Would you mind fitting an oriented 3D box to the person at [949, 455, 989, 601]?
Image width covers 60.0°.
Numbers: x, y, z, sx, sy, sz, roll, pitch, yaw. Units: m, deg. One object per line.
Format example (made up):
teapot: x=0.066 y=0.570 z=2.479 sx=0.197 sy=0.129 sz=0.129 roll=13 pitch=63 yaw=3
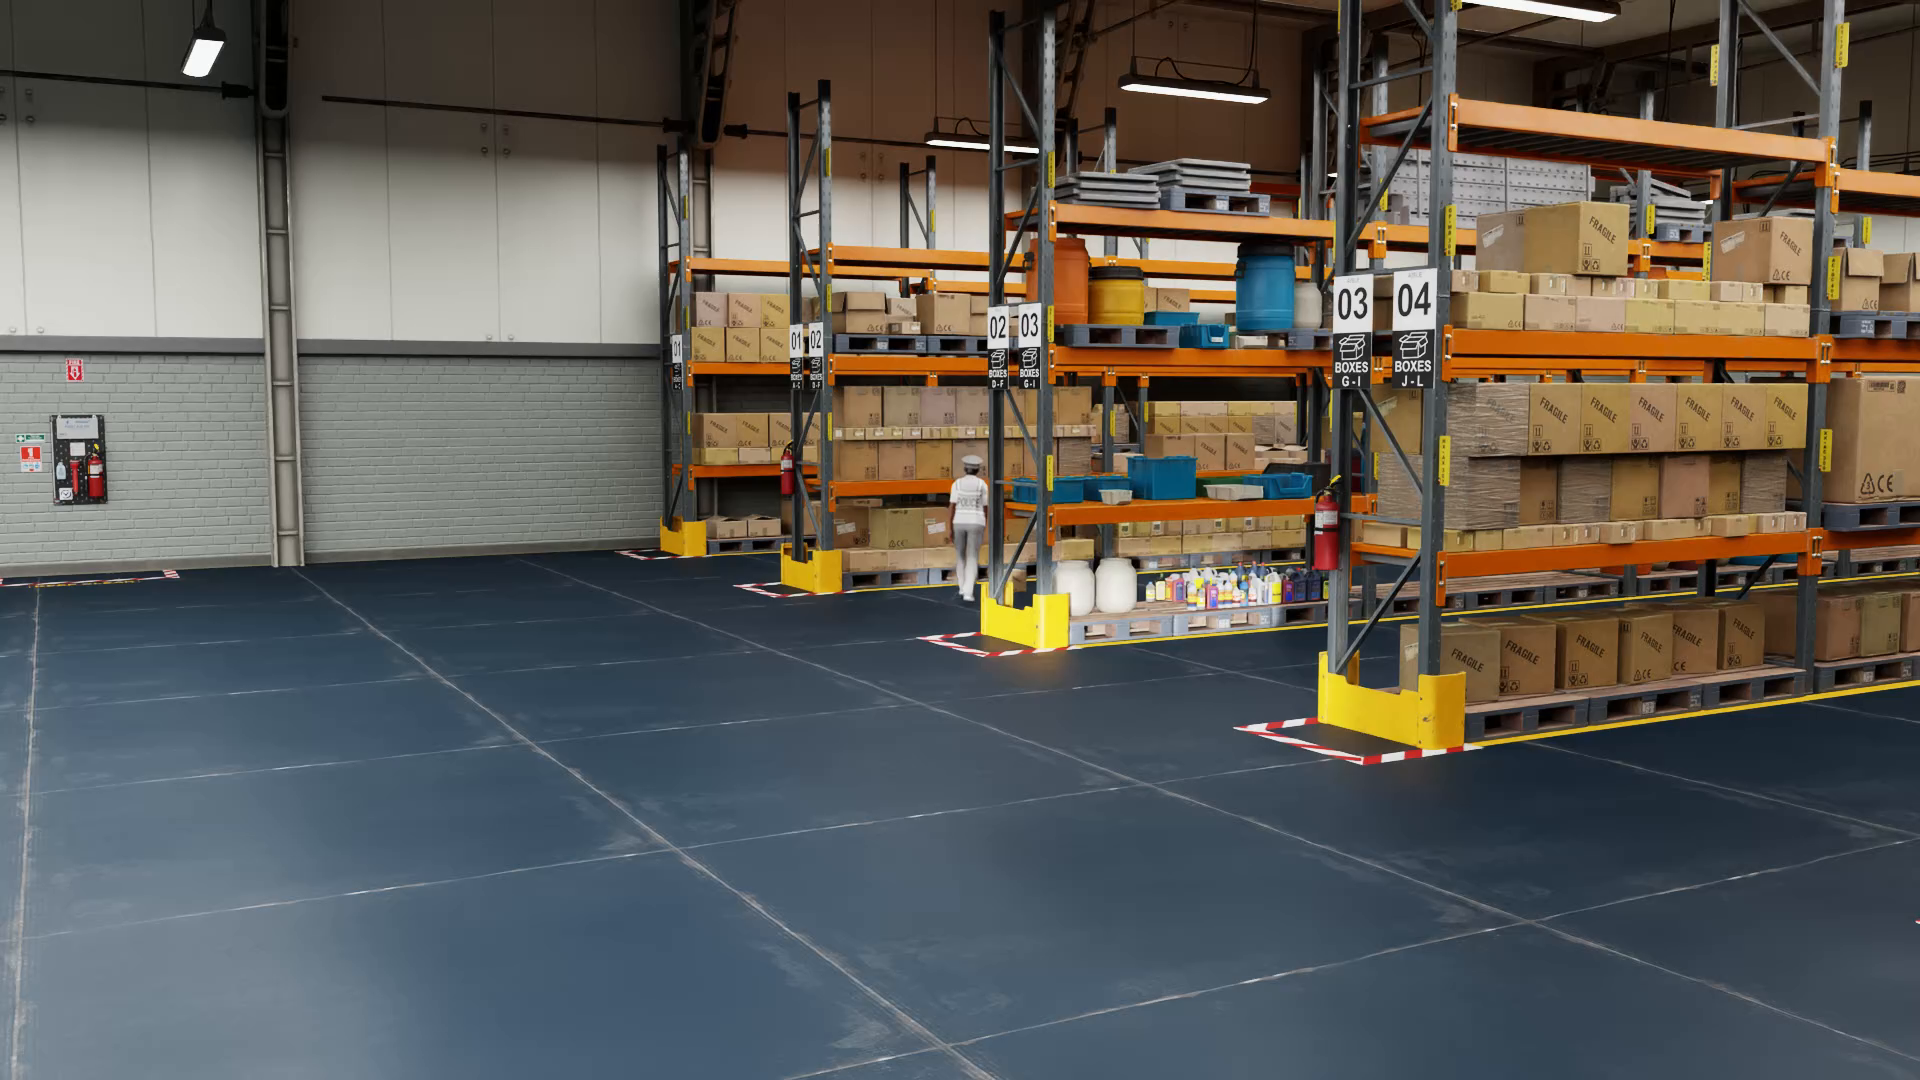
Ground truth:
person: x=0.111 y=-0.149 z=18.886 sx=0.447 sy=1.622 sz=0.963 roll=1 pitch=5 yaw=10
